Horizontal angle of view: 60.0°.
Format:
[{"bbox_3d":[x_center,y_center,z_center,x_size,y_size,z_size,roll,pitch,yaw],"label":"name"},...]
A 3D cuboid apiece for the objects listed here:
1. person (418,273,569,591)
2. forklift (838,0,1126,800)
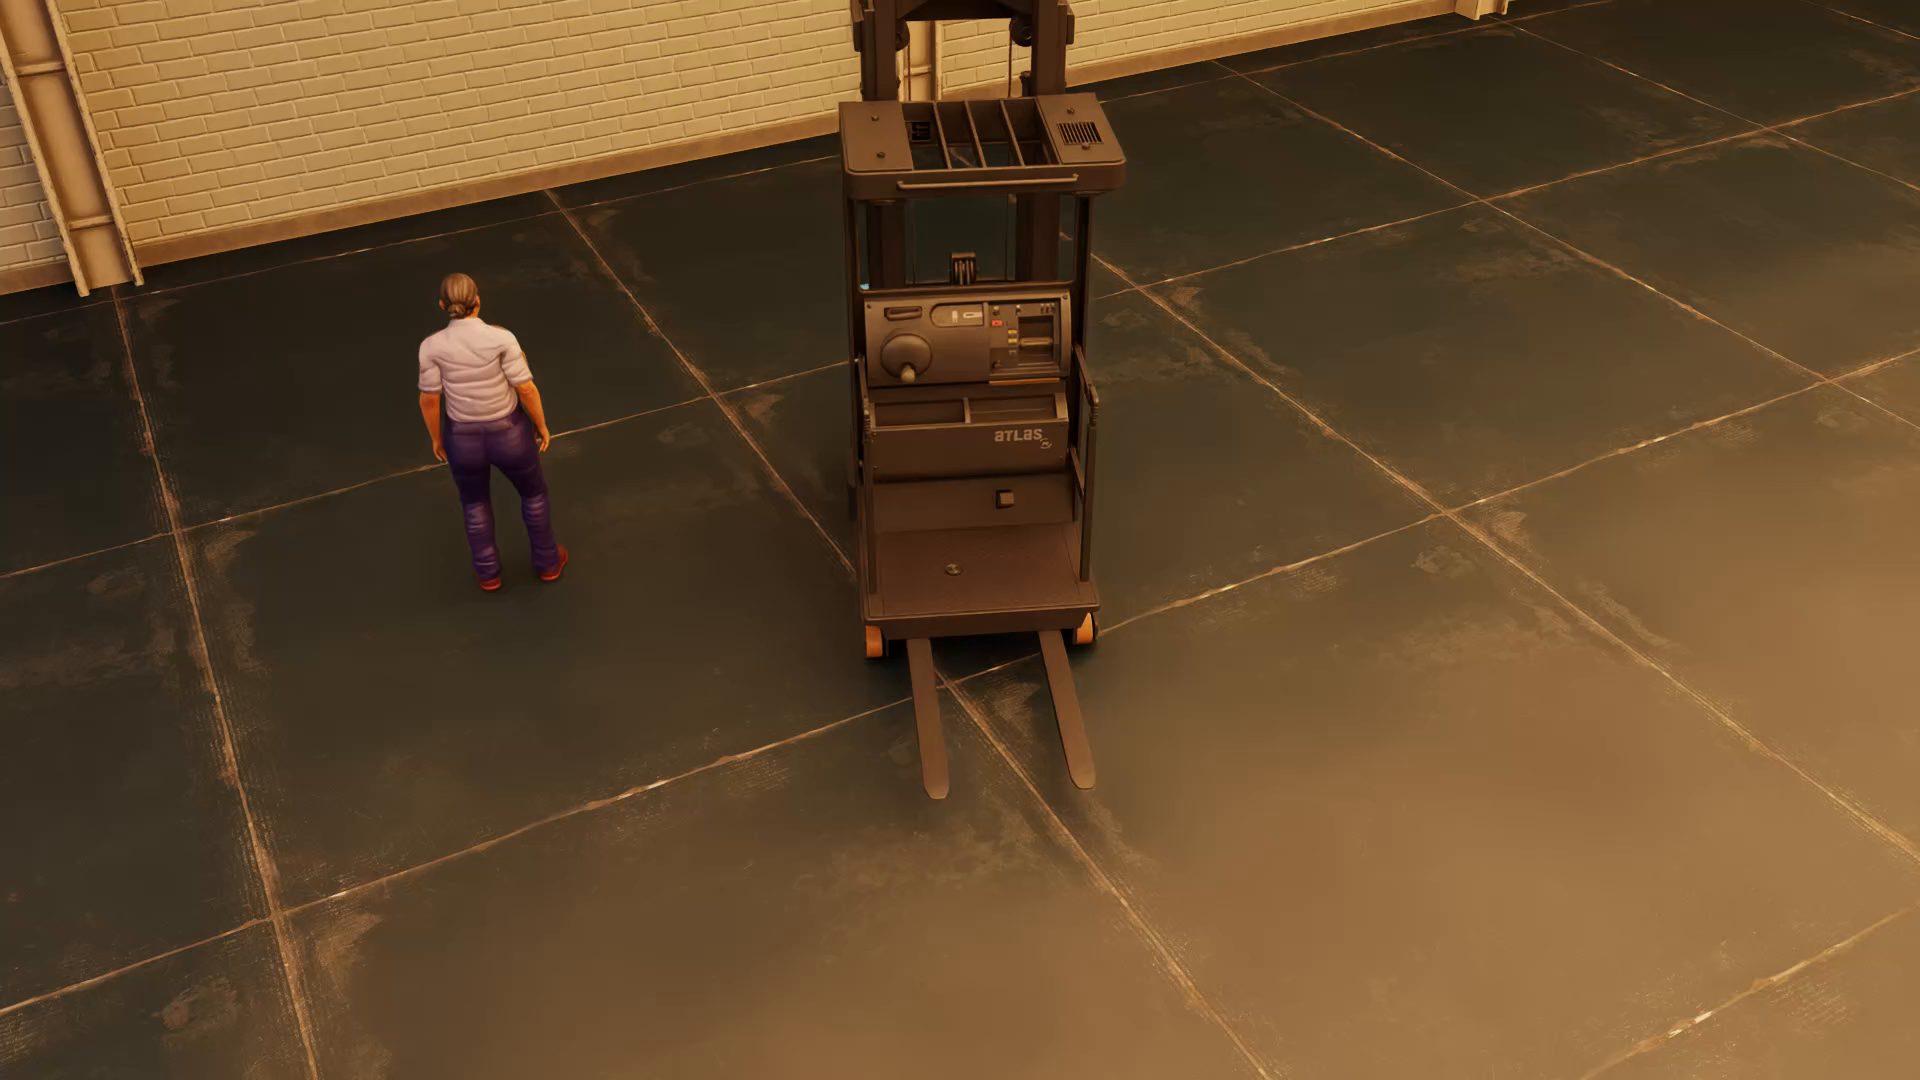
[{"bbox_3d":[-2.246,-0.495,7.935,0.551,1.650,0.387,-6,36,-8],"label":"person"},{"bbox_3d":[0.061,-0.846,7.320,1.130,2.935,3.031,-3,35,-5],"label":"forklift"}]
